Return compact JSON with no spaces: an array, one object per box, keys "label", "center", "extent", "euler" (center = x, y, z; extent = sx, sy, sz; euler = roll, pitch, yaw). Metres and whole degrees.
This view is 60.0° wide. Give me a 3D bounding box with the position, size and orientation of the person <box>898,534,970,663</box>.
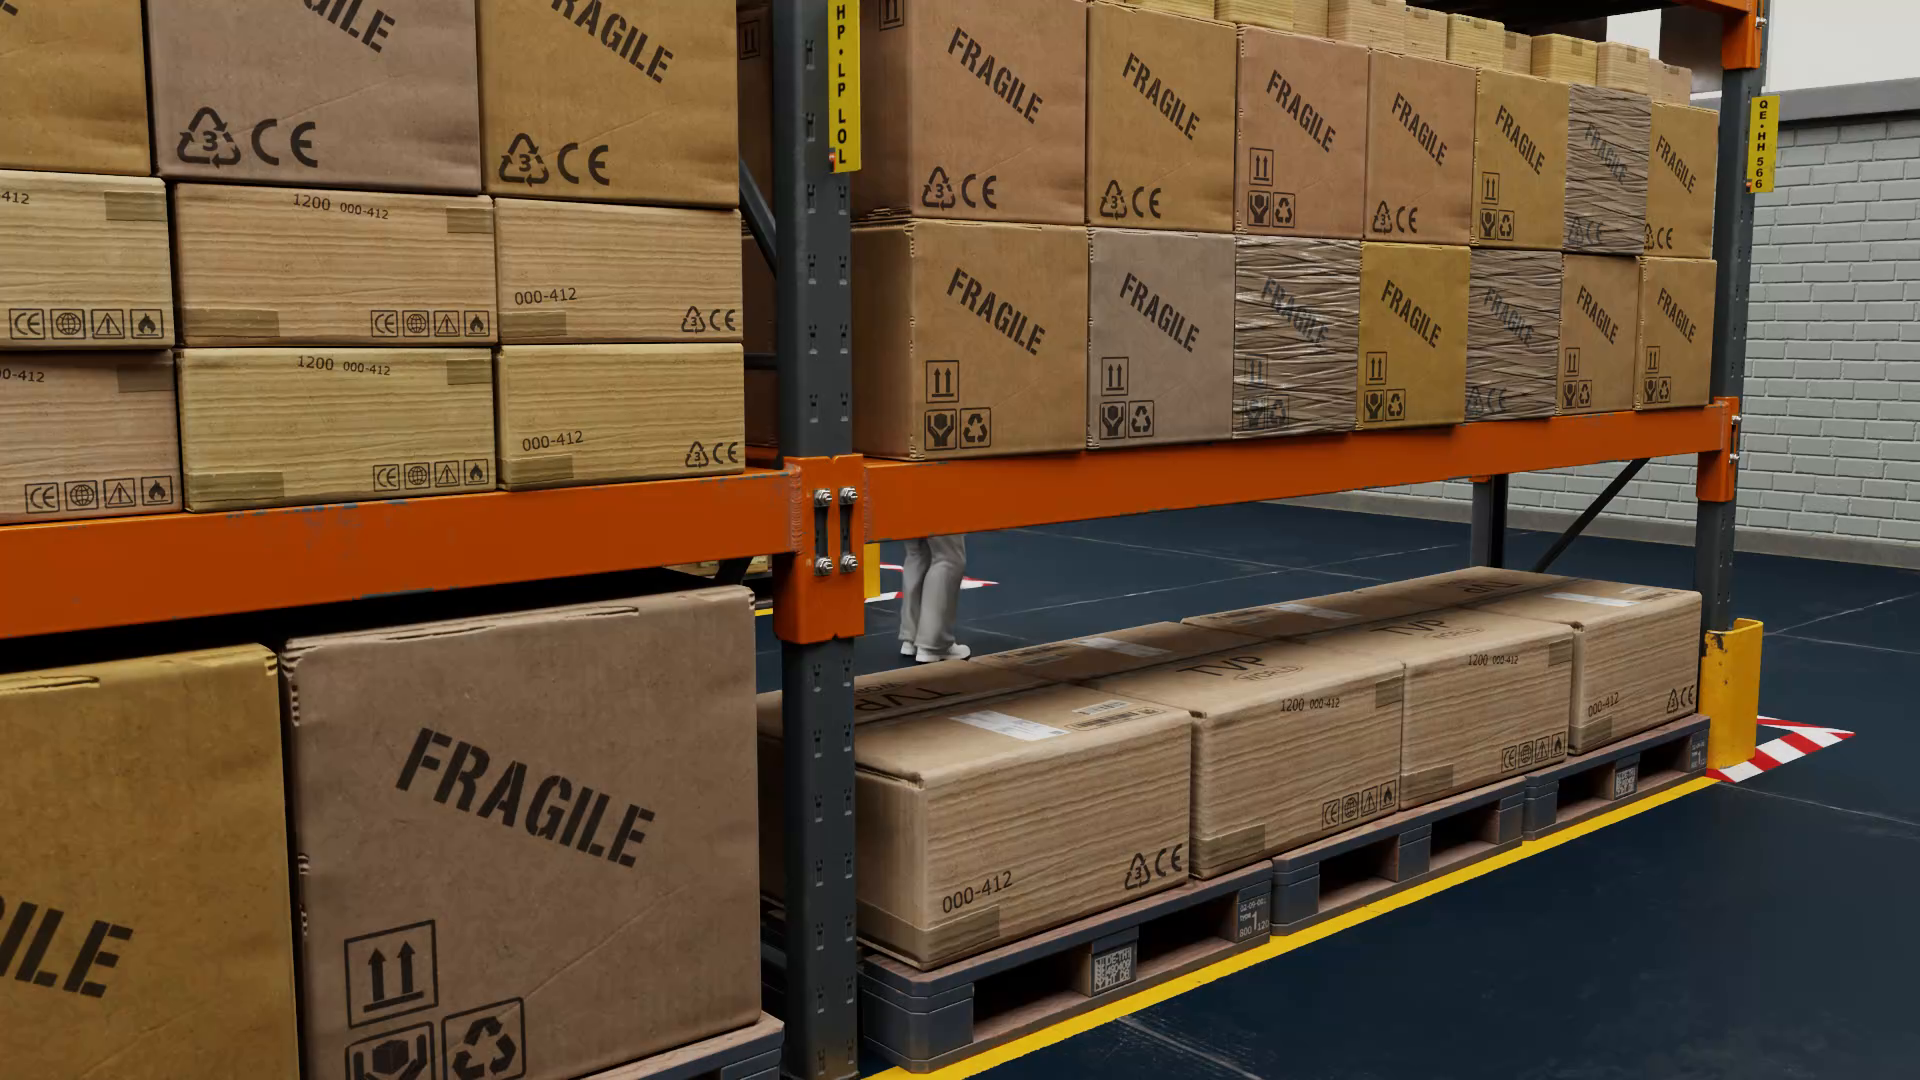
[{"label":"person","center":[-0.102,-0.261,7.914],"extent":[0.529,1.645,0.410],"euler":[-7,10,-42]}]
